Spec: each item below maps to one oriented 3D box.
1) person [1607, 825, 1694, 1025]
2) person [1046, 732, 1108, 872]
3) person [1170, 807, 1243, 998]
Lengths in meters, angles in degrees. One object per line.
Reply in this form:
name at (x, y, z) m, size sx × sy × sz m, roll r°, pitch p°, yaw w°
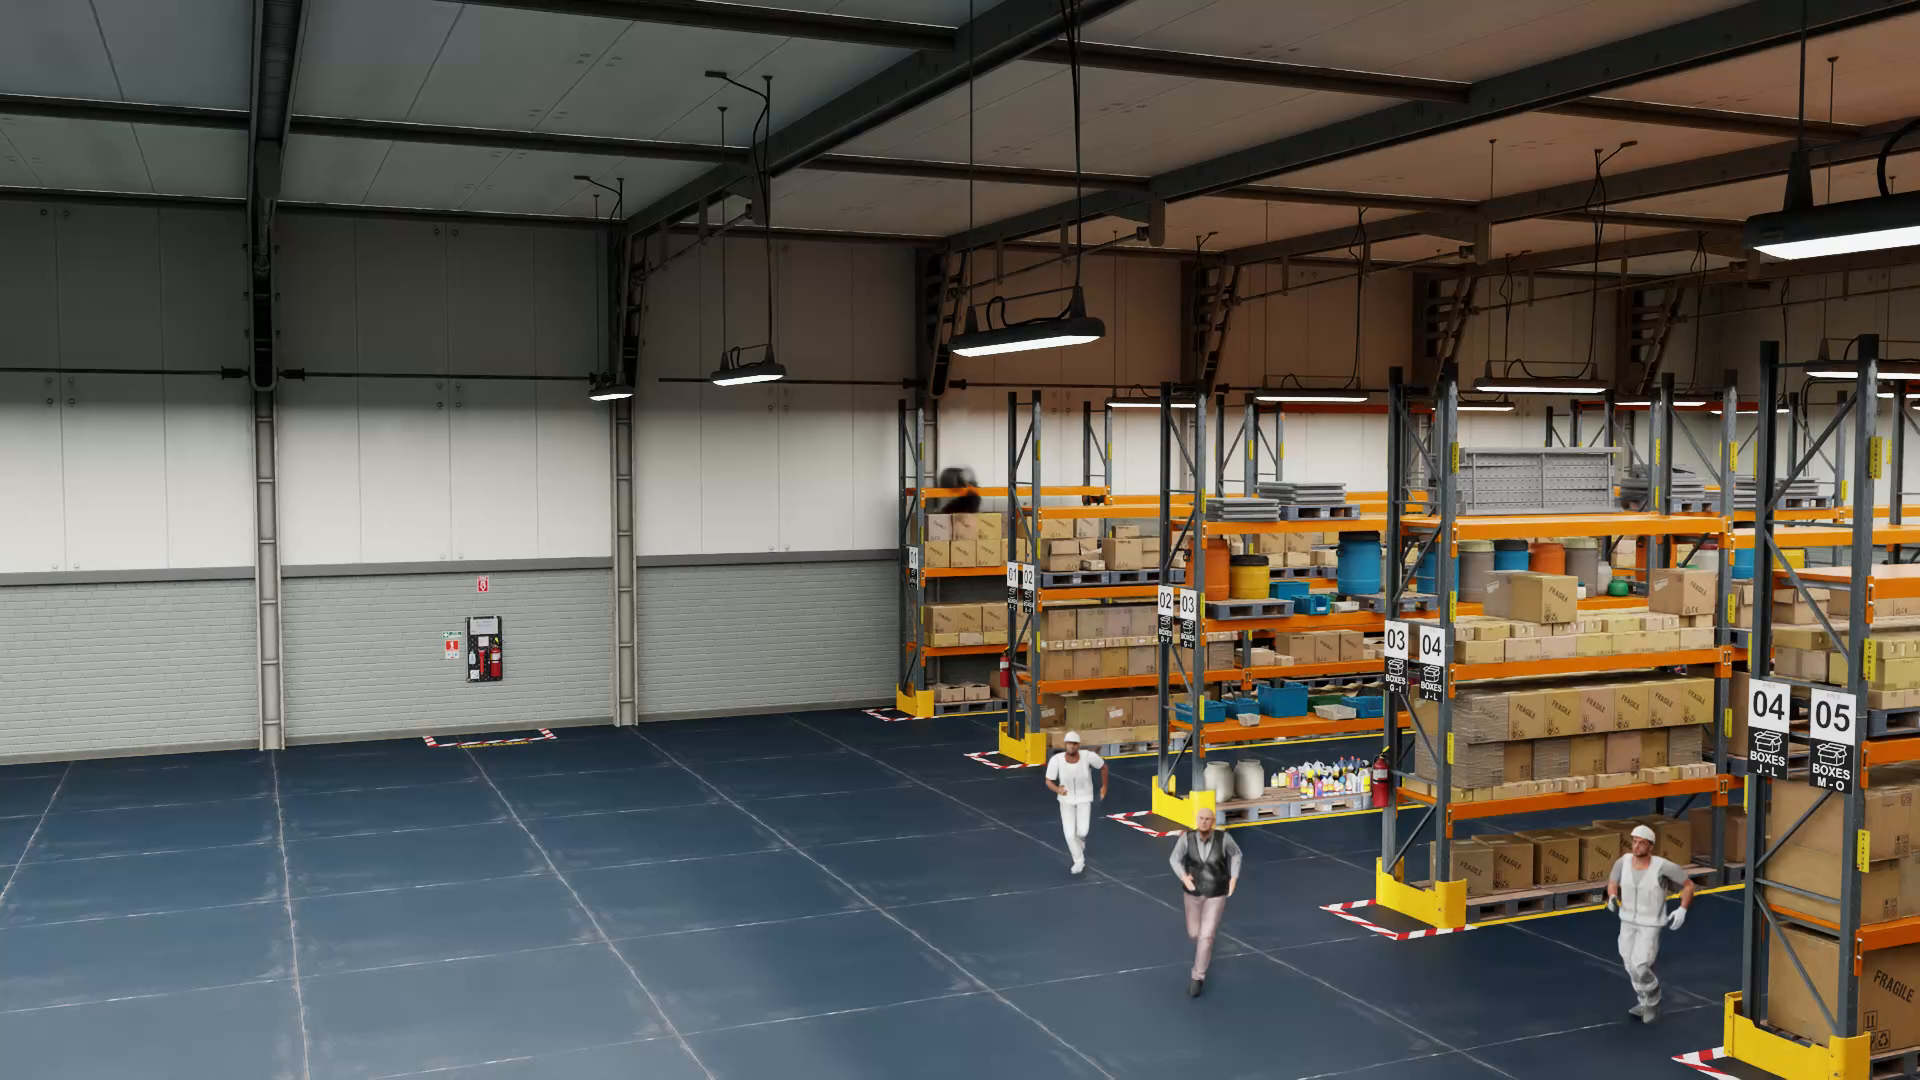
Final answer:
person at (6.046, 3.422, 14.734) m, size 0.673 × 1.782 × 0.686 m, roll -3°, pitch 4°, yaw -41°
person at (1.399, 3.145, 19.952) m, size 0.749 × 1.711 × 0.650 m, roll 0°, pitch 3°, yaw 5°
person at (2.340, 3.384, 15.878) m, size 0.682 × 1.716 × 0.967 m, roll 1°, pitch 3°, yaw 15°
